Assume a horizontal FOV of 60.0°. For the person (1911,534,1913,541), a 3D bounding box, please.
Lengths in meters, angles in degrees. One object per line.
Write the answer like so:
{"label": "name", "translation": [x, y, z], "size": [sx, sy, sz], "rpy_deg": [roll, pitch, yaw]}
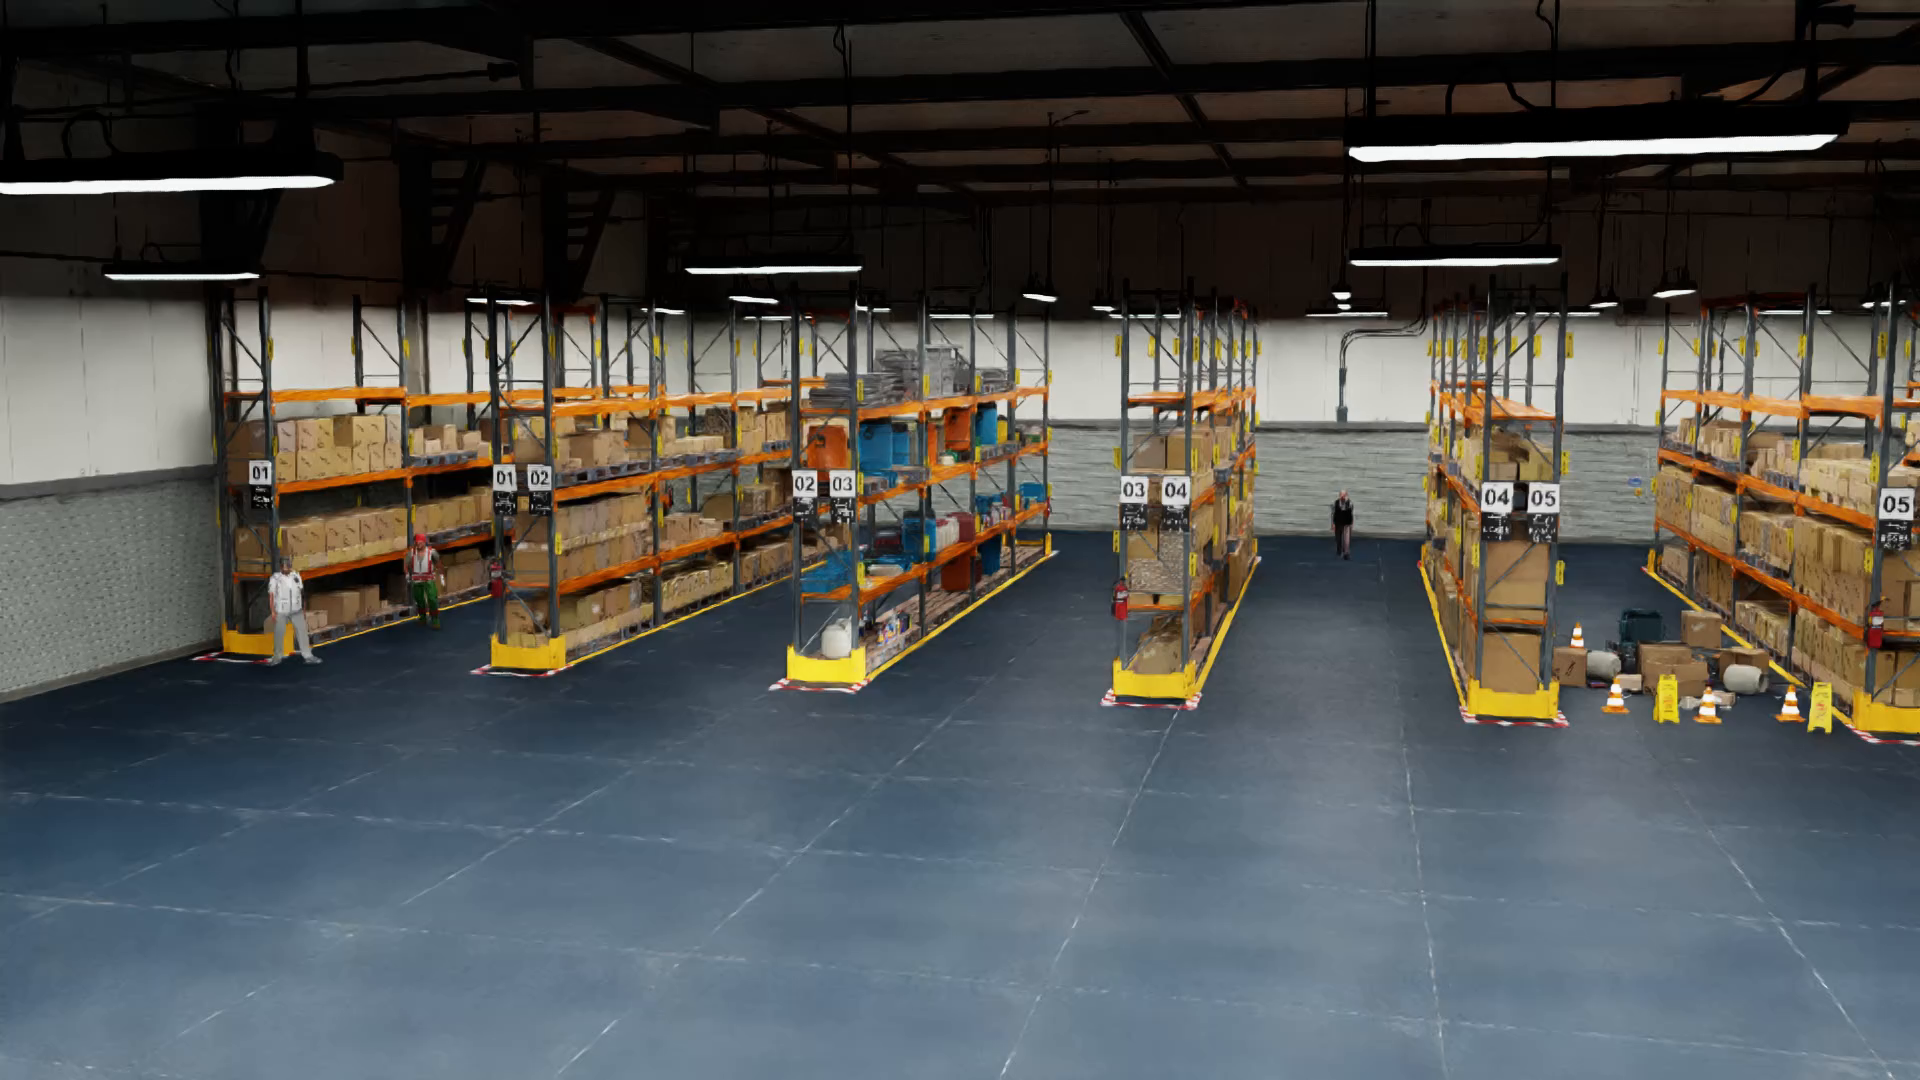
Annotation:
{"label": "person", "translation": [18.180, 0.419, 32.210], "size": [0.594, 1.760, 0.681], "rpy_deg": [4, 8, 32]}

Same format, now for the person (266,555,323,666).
{"label": "person", "translation": [-10.597, 1.101, 26.320], "size": [0.772, 1.755, 0.585], "rpy_deg": [-5, 8, -39]}

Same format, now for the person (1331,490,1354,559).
{"label": "person", "translation": [9.130, -0.344, 39.764], "size": [0.543, 1.554, 1.115], "rpy_deg": [2, 7, 15]}

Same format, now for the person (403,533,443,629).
{"label": "person", "translation": [-9.592, 0.720, 29.798], "size": [0.686, 1.716, 0.825], "rpy_deg": [0, 7, -2]}
